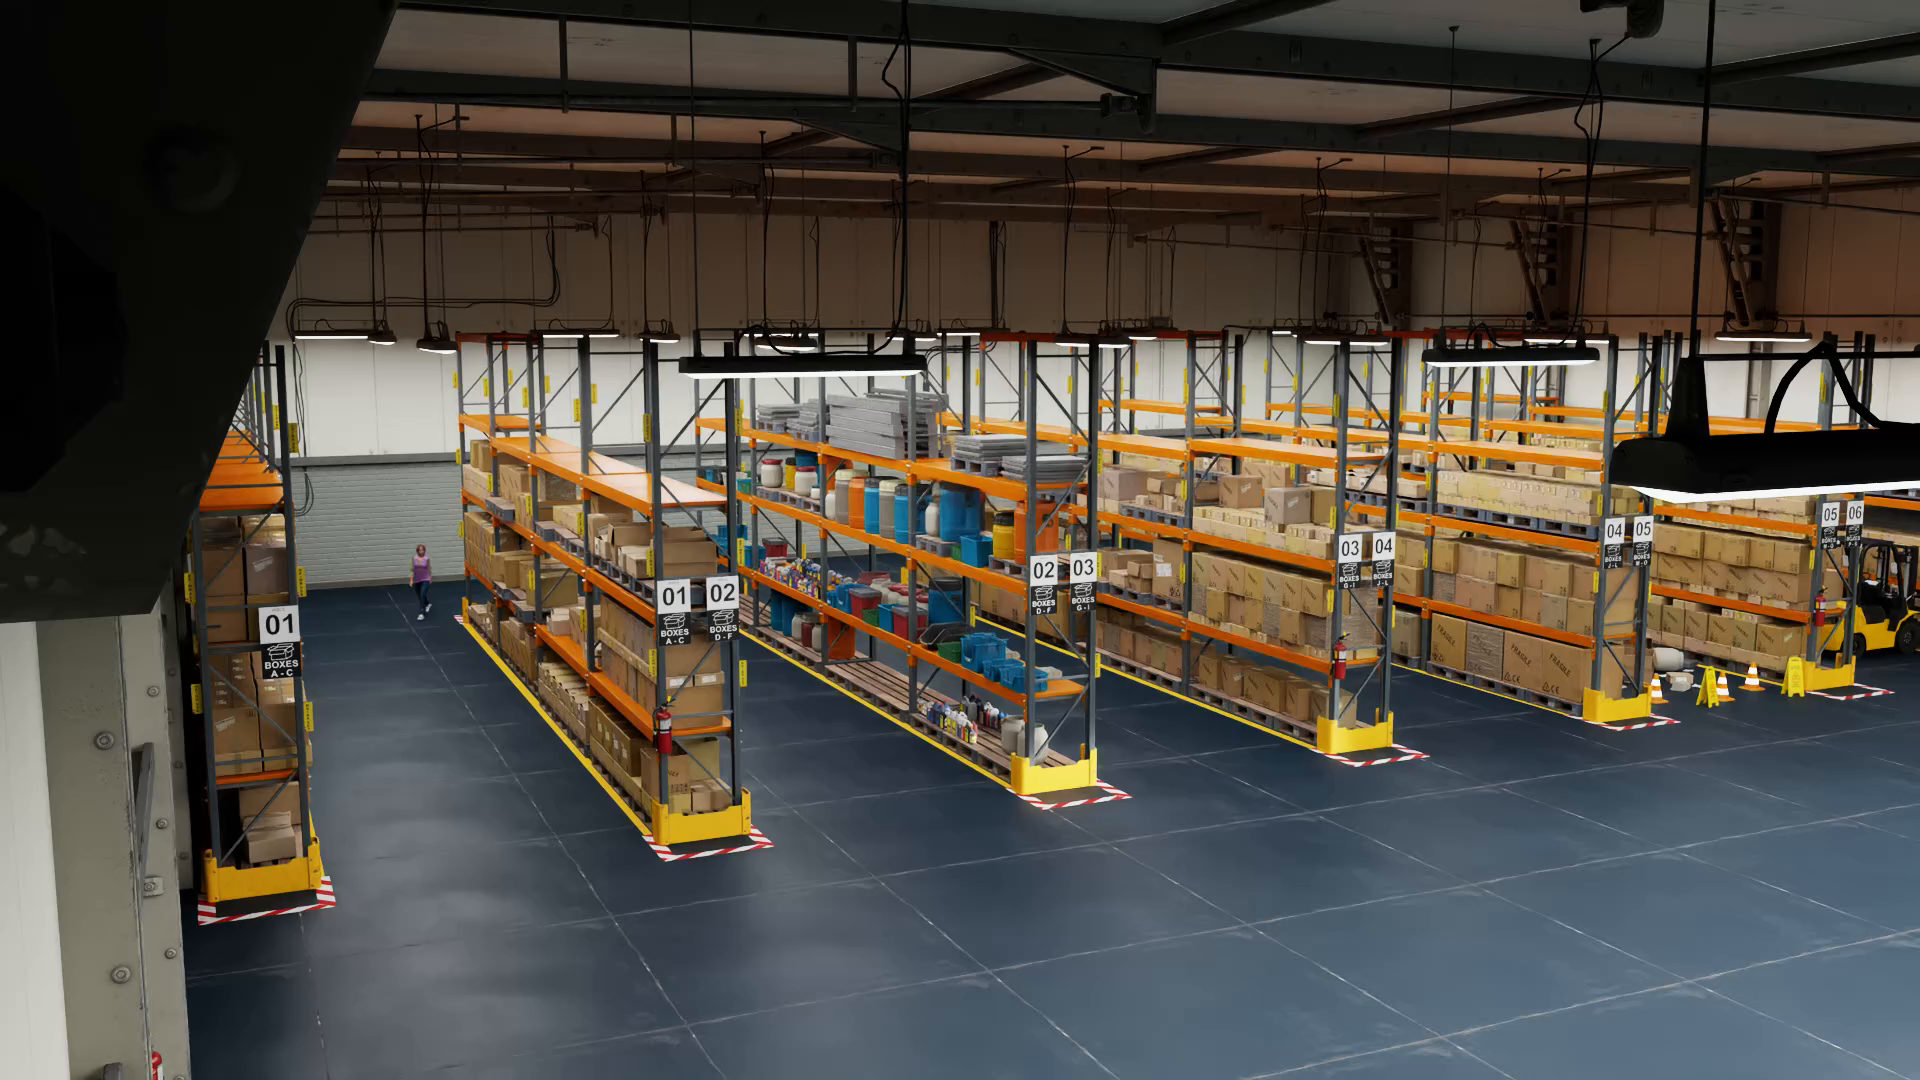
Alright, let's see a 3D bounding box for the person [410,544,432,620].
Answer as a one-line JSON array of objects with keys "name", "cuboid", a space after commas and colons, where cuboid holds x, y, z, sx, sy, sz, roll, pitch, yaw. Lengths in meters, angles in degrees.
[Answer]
[{"name": "person", "cuboid": [-11.275, 0.845, 34.885, 0.397, 1.548, 0.914, 1, 8, 6]}]
